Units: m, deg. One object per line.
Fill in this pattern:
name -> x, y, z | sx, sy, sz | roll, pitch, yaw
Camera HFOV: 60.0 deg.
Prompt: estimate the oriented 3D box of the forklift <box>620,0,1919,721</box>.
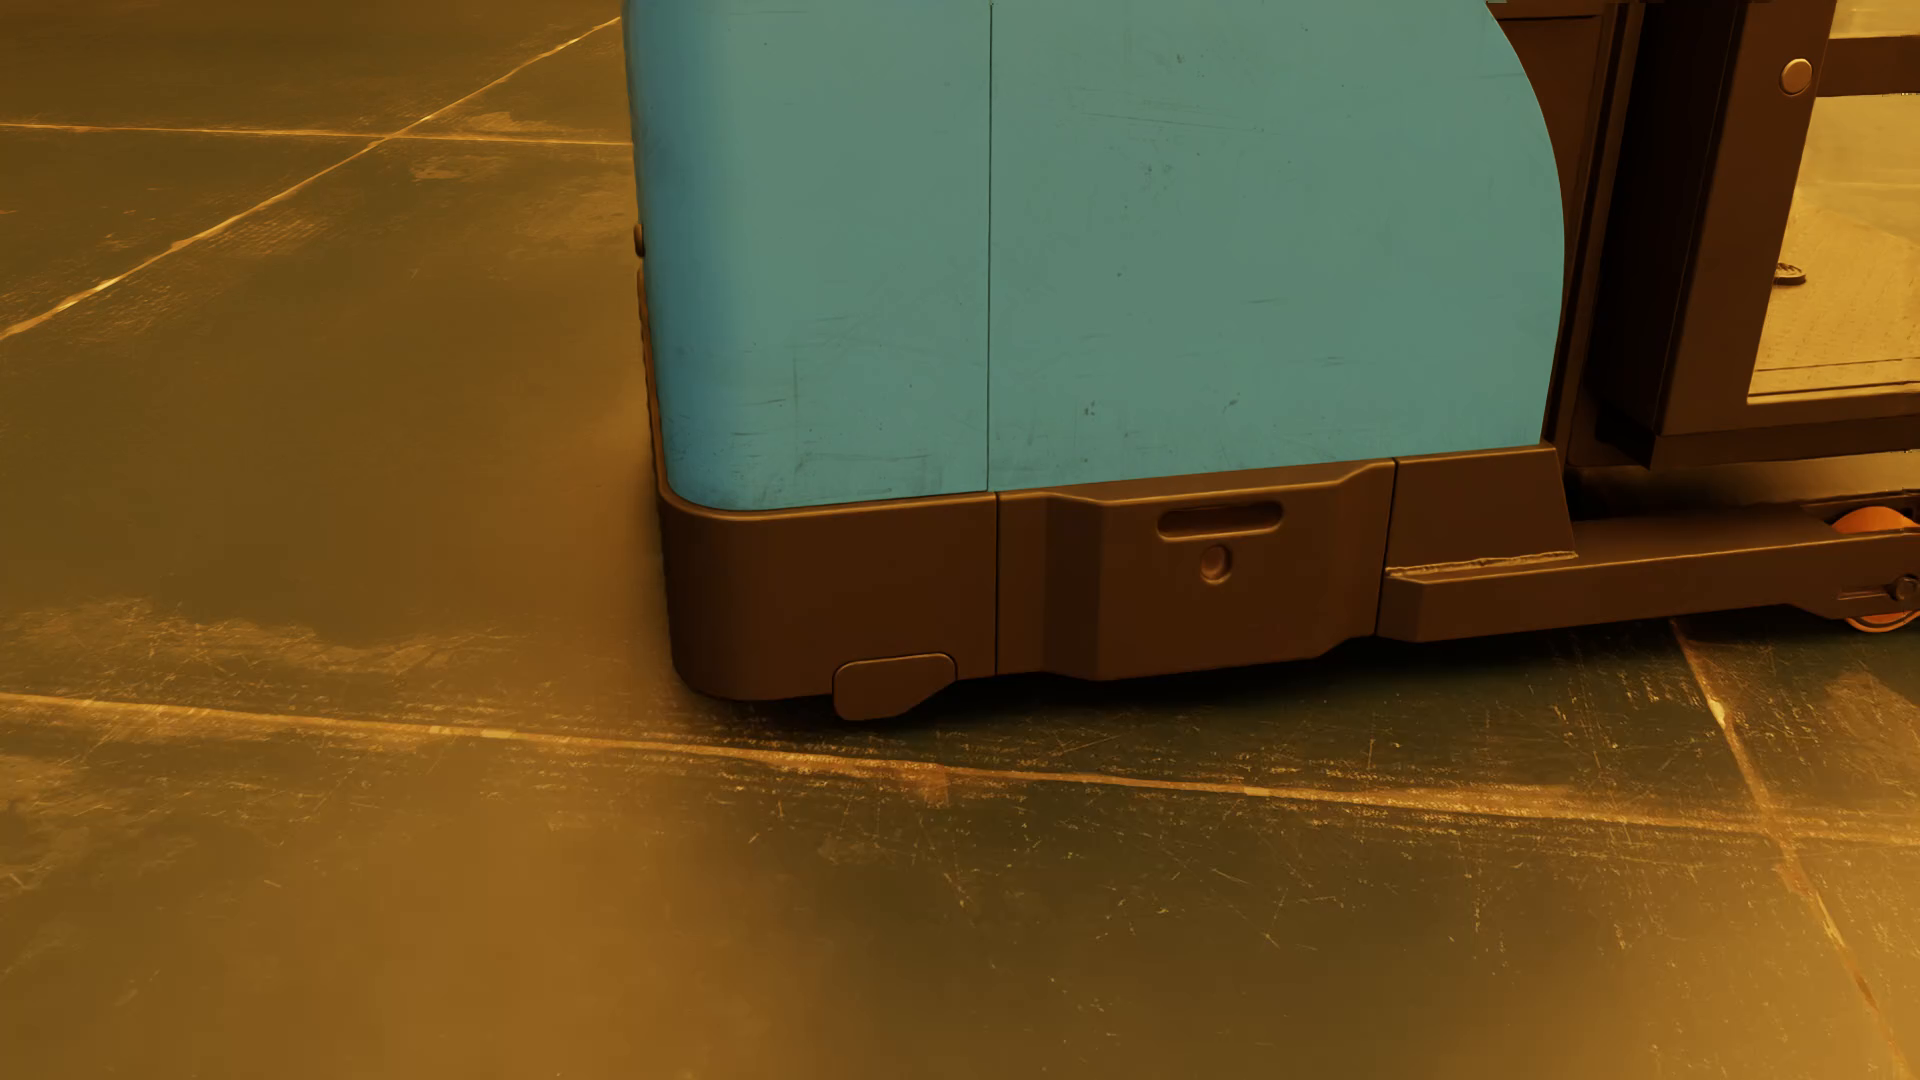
forklift -> 1.051, -1.413, 2.049 | 3.031, 2.935, 1.130 | -5, 27, -10
